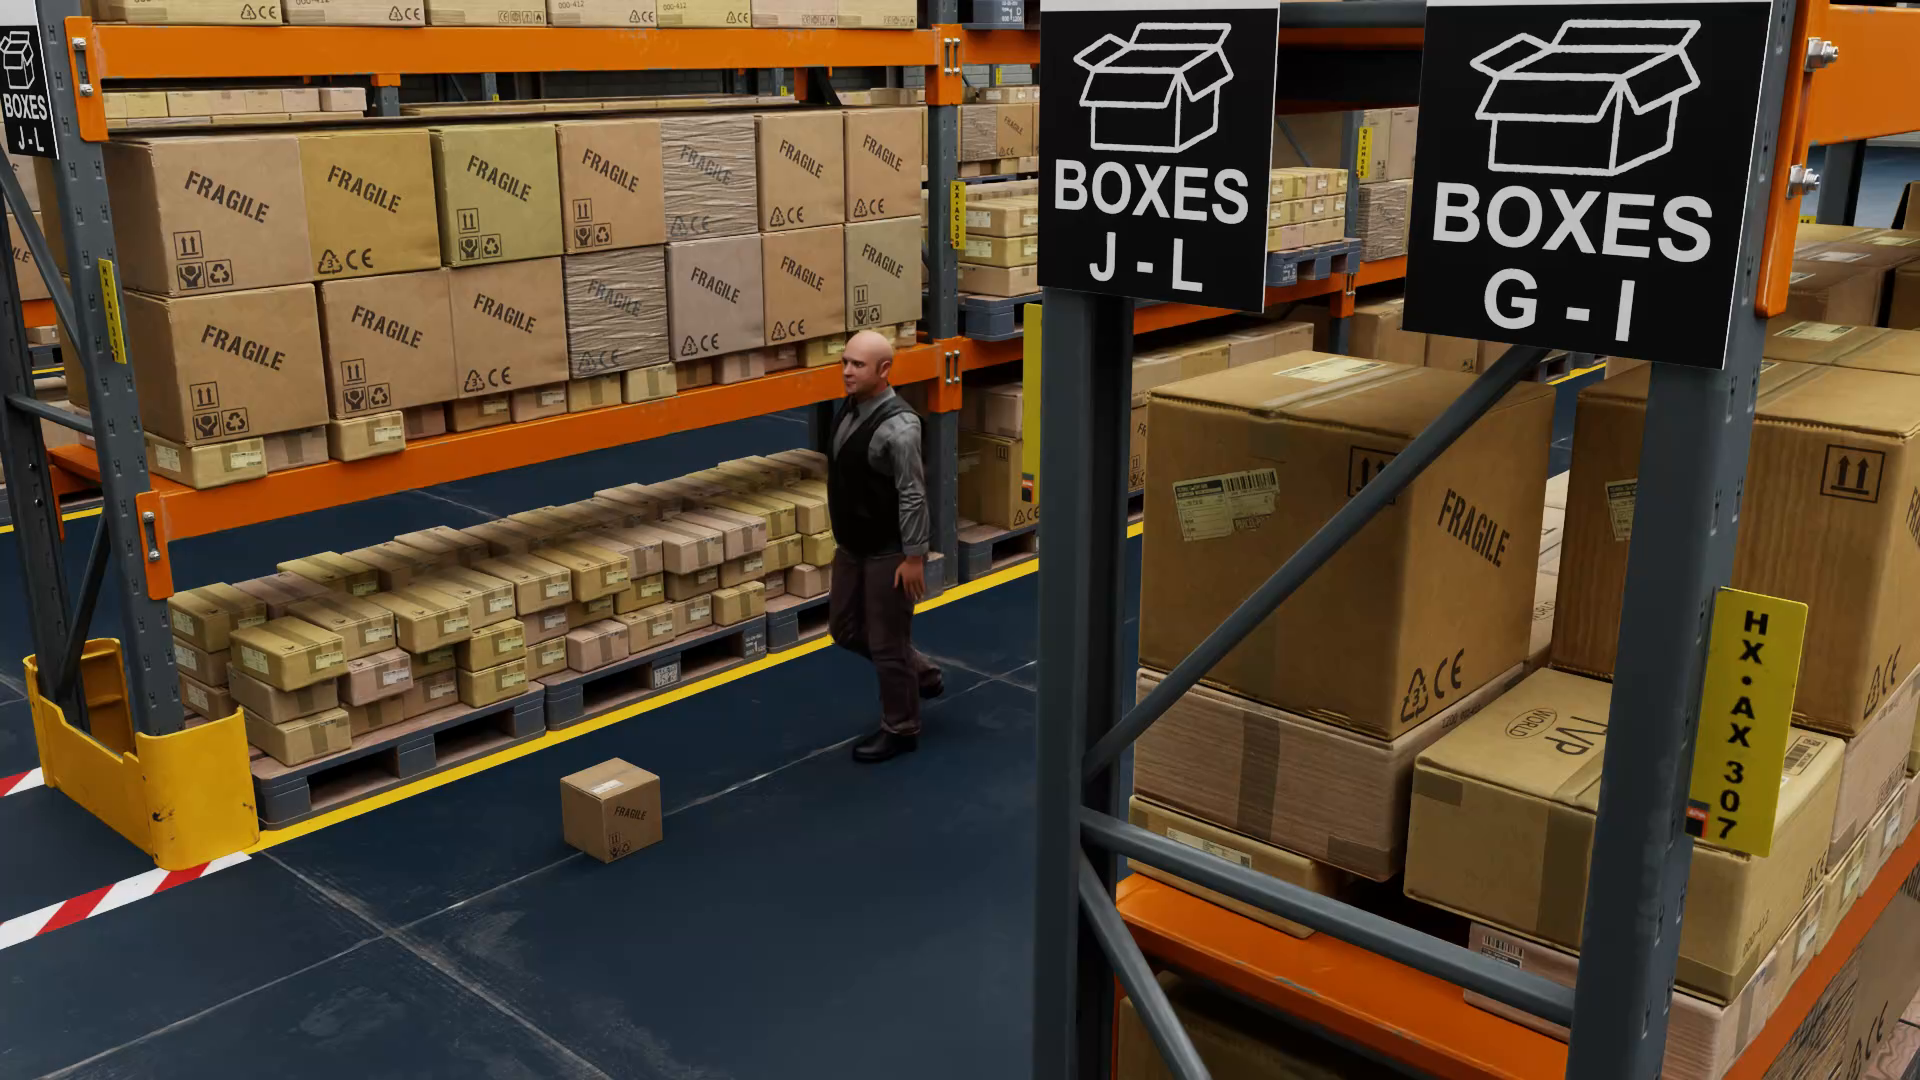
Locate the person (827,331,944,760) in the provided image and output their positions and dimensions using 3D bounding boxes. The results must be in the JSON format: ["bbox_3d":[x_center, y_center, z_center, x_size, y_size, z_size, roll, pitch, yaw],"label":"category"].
[{"bbox_3d":[-0.251,0.018,6.519,0.527,1.718,0.586,-9,19,-27],"label":"person"}]
